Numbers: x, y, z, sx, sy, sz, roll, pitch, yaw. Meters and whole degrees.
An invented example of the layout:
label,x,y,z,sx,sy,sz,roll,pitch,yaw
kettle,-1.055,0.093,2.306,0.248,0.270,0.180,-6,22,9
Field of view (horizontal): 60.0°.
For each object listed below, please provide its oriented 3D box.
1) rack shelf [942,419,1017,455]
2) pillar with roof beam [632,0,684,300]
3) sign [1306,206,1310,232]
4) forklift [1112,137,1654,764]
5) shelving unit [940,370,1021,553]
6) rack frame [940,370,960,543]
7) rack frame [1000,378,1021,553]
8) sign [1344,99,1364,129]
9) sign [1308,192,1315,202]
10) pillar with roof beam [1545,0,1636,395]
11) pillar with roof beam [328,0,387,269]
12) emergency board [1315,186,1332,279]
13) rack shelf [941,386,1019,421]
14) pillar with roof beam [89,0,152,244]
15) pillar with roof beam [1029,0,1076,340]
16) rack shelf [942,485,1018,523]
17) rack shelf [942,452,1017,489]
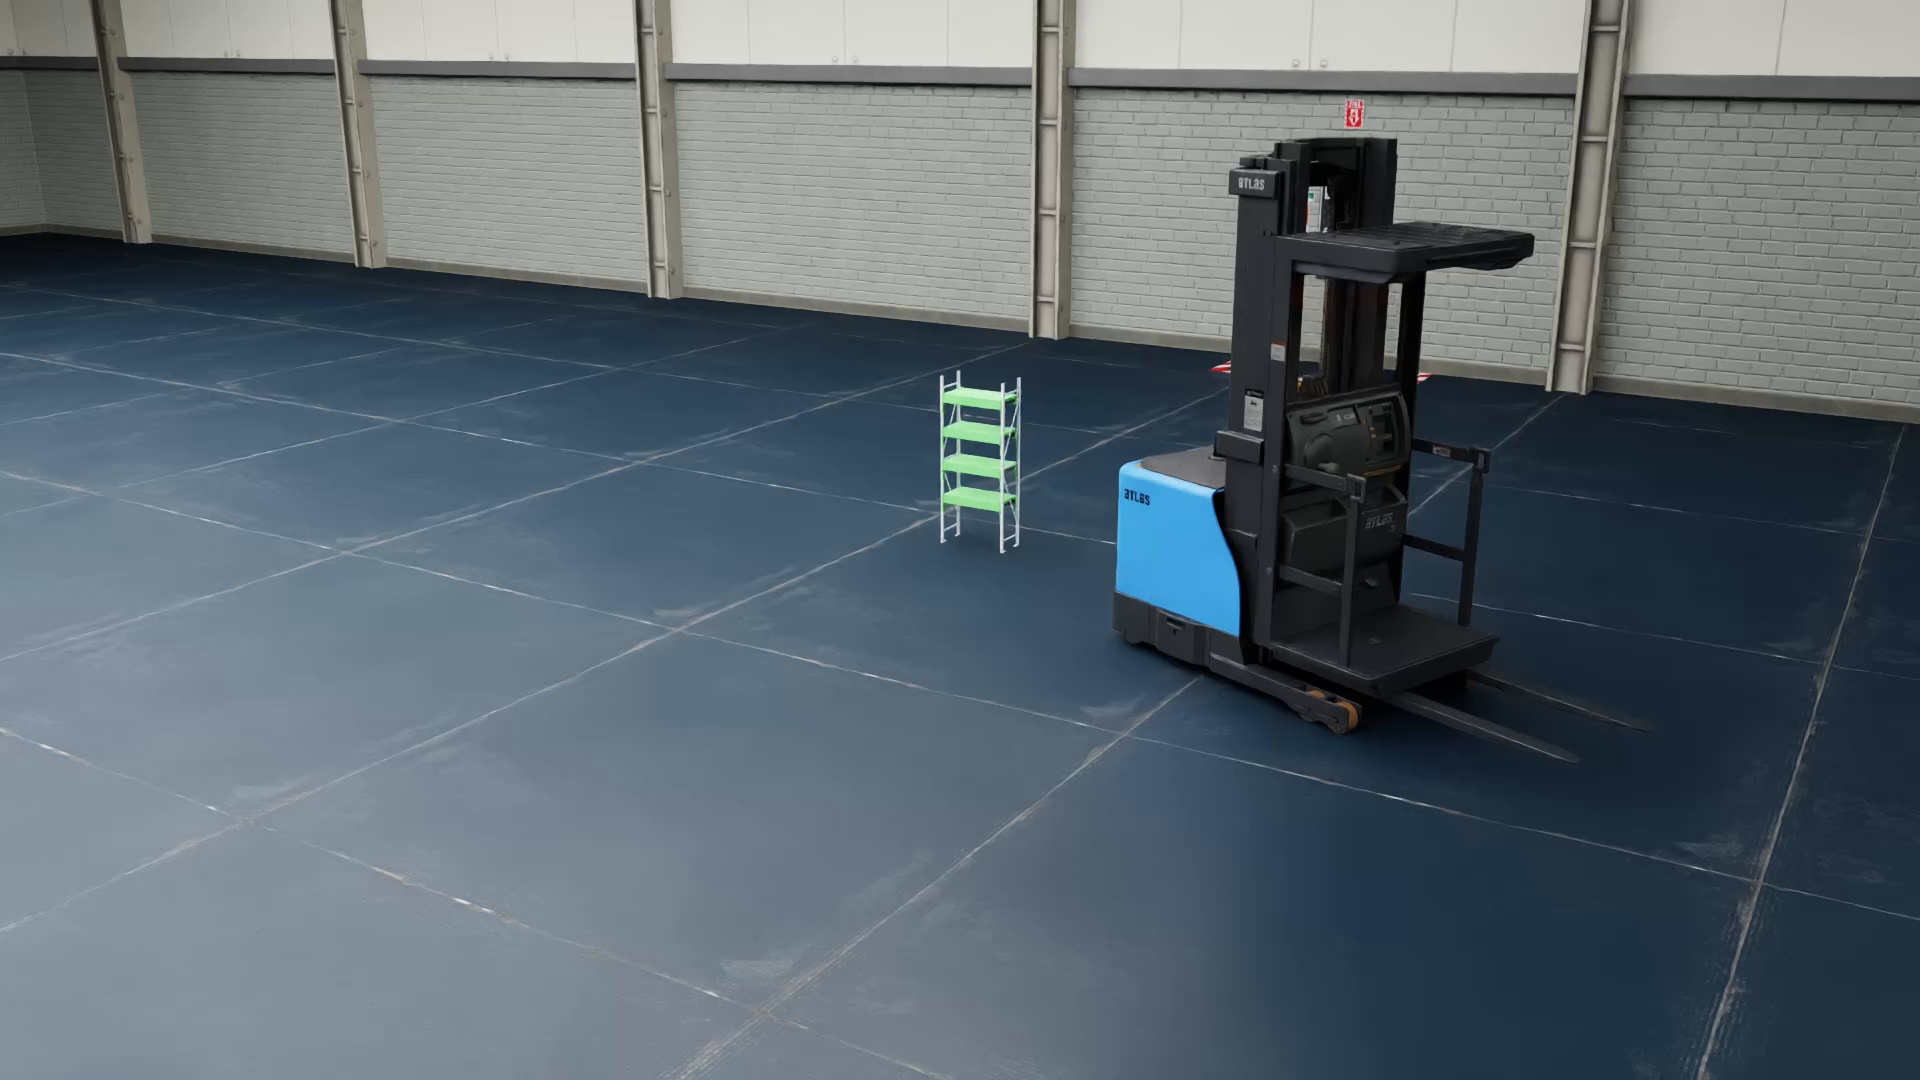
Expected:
label,x,y,z,sx,sy,sz,roll,pitch,yaw
rack shelf,0.141,-0.717,11.573,0.480,0.148,0.258,10,20,30
pillar with roof beam,-6.297,-6.584,18.074,0.400,9.000,9.100,10,20,30
sign,3.678,-3.467,18.072,0.234,0.329,0.001,10,20,30
forklift,2.200,-0.563,8.692,1.130,2.935,3.031,-12,21,-35
shelving unit,0.141,-0.549,11.624,0.503,1.200,0.258,10,20,30
rack frame,-0.067,-0.586,11.746,0.015,1.200,0.240,10,20,30
rack frame,0.349,-0.512,11.502,0.015,1.200,0.240,10,20,30
sign,4.141,-4.475,17.464,0.199,0.298,0.001,10,20,30
sign,3.677,-3.717,17.985,0.331,0.109,0.001,10,20,30
pillar with roof beam,3.928,-4.759,12.065,0.400,9.000,9.100,10,20,30
pillar with roof beam,-11.410,-7.497,21.079,0.400,9.000,9.100,10,20,30
emergency board,4.095,-3.340,17.716,0.643,1.169,0.194,10,20,30
rack shelf,0.141,-0.947,11.503,0.480,0.148,0.258,10,20,30
pillar with roof beam,-16.523,-8.410,24.083,0.400,9.000,9.100,10,20,30
pillar with roof beam,-1.185,-5.672,15.070,0.400,9.000,9.100,10,20,30
rack shelf,0.141,-0.258,11.712,0.480,0.148,0.258,10,20,30
rack shelf,0.141,-0.488,11.642,0.480,0.148,0.258,10,20,30
